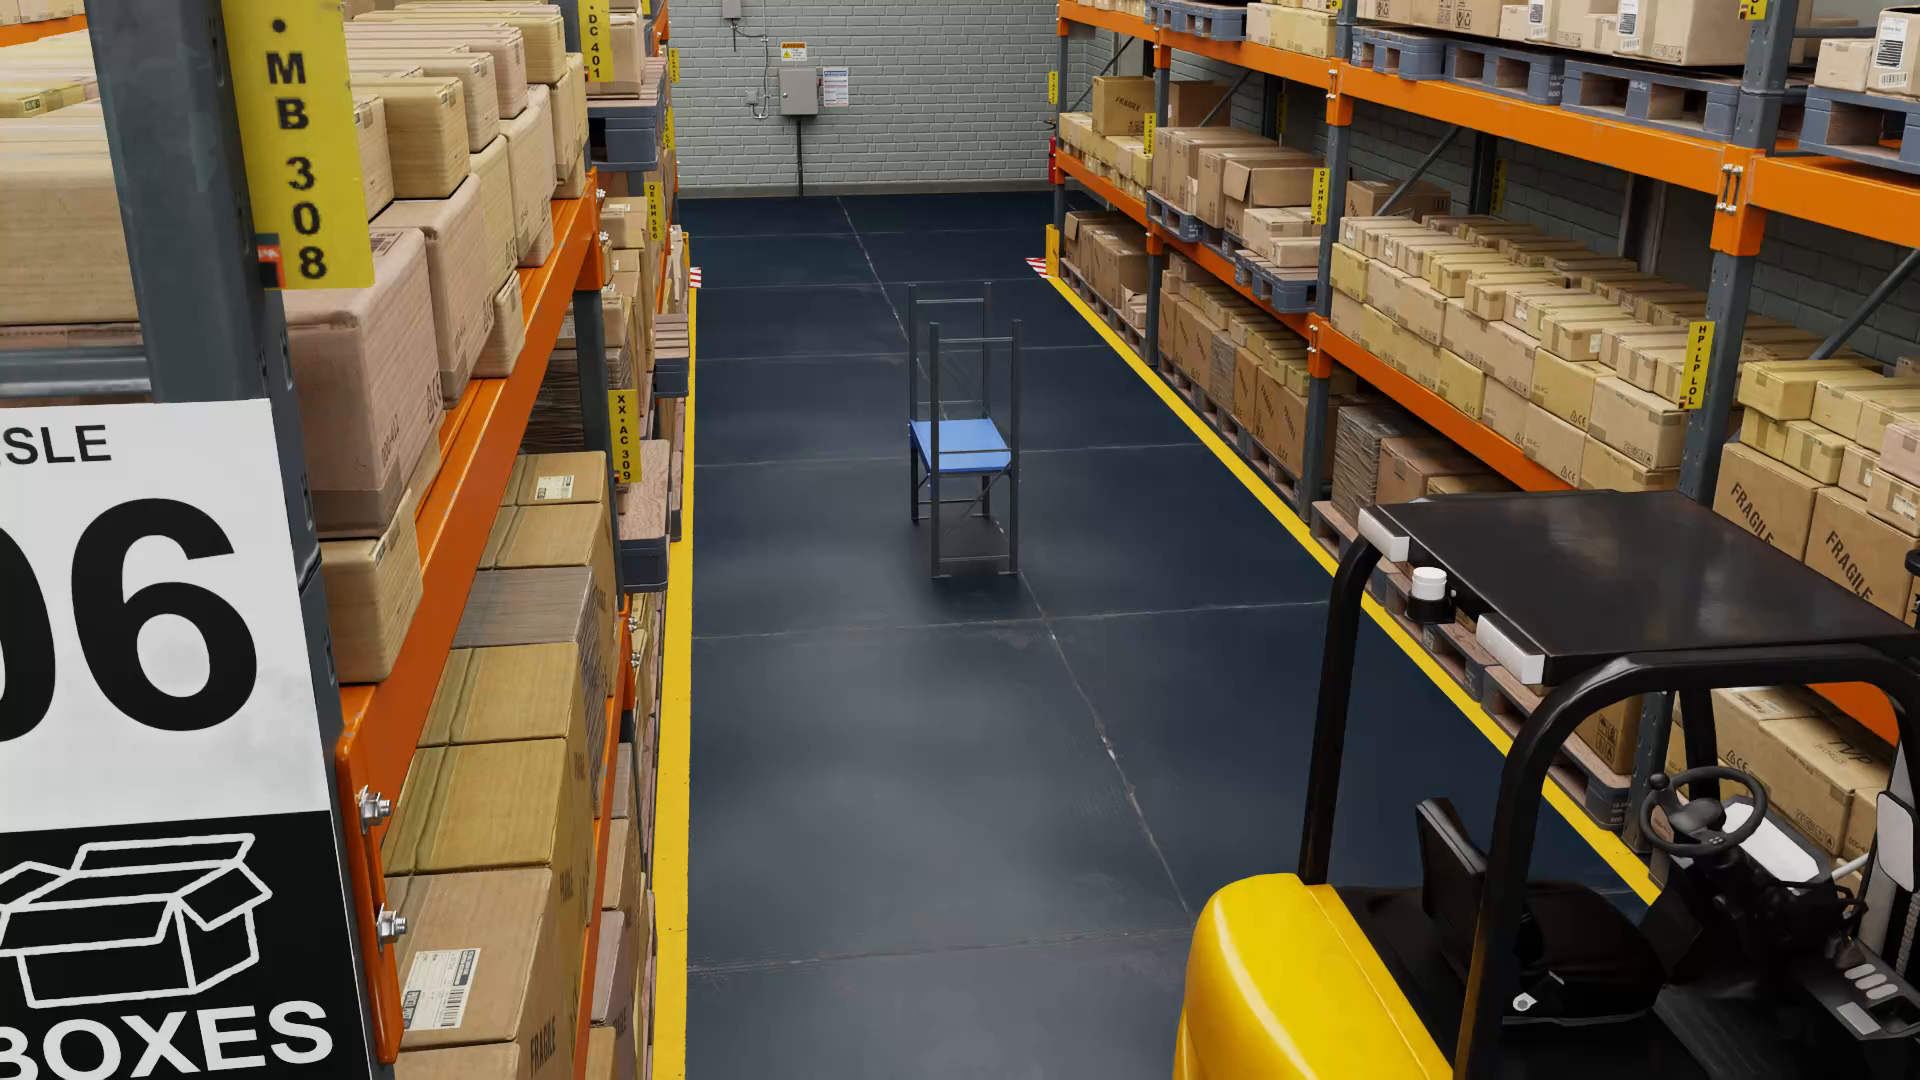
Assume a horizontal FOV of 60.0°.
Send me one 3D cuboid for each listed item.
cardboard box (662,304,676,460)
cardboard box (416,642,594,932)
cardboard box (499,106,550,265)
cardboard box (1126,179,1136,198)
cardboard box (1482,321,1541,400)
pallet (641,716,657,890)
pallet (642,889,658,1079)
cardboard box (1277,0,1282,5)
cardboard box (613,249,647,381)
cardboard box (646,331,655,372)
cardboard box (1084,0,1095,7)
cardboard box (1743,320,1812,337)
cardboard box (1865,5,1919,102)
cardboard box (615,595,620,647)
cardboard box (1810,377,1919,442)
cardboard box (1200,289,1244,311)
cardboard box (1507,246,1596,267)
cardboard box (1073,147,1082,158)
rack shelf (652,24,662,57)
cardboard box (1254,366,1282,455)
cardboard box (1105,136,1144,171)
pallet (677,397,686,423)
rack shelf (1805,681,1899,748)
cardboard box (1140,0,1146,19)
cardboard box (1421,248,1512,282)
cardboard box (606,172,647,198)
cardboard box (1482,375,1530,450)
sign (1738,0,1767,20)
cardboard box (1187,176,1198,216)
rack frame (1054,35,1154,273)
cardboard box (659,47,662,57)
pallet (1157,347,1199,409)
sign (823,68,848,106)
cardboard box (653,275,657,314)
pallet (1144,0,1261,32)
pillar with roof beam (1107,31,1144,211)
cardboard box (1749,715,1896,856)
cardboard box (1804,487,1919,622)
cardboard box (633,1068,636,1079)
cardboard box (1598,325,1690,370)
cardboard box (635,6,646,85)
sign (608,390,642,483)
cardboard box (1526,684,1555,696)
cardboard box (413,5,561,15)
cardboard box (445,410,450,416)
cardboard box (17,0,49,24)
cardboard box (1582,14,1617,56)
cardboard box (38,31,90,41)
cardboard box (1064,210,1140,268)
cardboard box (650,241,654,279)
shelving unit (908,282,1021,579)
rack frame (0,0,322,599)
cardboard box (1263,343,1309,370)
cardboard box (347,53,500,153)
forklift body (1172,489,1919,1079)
[{"bbox_3d":[-2.391,-1.052,11.182,0.875,0.875,0.875,-3,21,-7],"label":"cardboard box"},{"bbox_3d":[-1.123,0.576,3.818,0.500,0.500,0.500,-3,21,-9],"label":"cardboard box"},{"bbox_3d":[-1.121,-0.721,3.362,0.500,0.250,0.500,-2,21,-7],"label":"cardboard box"},{"bbox_3d":[1.670,-3.093,14.568,0.380,0.149,0.250,-2,21,-6],"label":"cardboard box"},{"bbox_3d":[2.766,-0.841,7.681,0.500,0.250,0.500,-3,21,-7],"label":"cardboard box"},{"bbox_3d":[-1.786,1.123,6.907,1.003,0.211,1.213,-3,21,-8],"label":"pallet"},{"bbox_3d":[-1.540,1.624,5.567,1.003,0.211,1.213,-3,21,-8],"label":"pallet"},{"bbox_3d":[2.277,-3.538,10.759,0.380,0.149,0.250,-3,21,-7],"label":"cardboard box"},{"bbox_3d":[-1.671,-0.996,7.427,0.500,0.500,0.500,-4,21,-10],"label":"cardboard box"},{"bbox_3d":[-1.696,-0.919,8.150,0.380,0.149,0.250,-3,21,-7],"label":"cardboard box"},{"bbox_3d":[1.388,-5.124,15.721,0.380,0.149,0.250,-3,21,-8],"label":"cardboard box"},{"bbox_3d":[3.379,-0.830,7.082,0.380,0.149,0.250,-3,21,-8],"label":"cardboard box"},{"bbox_3d":[3.118,-1.472,4.967,0.500,0.311,0.500,-2,21,-7],"label":"cardboard box"},{"bbox_3d":[-1.324,0.300,5.484,0.380,0.149,0.250,-3,21,-8],"label":"cardboard box"},{"bbox_3d":[3.136,-0.445,5.624,0.380,0.149,0.250,-3,21,-7],"label":"cardboard box"},{"bbox_3d":[2.092,-1.852,12.934,0.380,0.149,0.250,-3,21,-9],"label":"cardboard box"},{"bbox_3d":[3.100,-1.445,8.727,0.380,0.149,0.250,-3,21,-8],"label":"cardboard box"},{"bbox_3d":[1.368,-3.989,16.968,0.380,0.149,0.250,-2,21,-6],"label":"cardboard box"},{"bbox_3d":[-2.537,-3.059,10.860,1.077,0.370,4.000,-3,21,-8],"label":"rack shelf"},{"bbox_3d":[2.327,-0.885,11.271,0.500,0.500,0.500,-3,21,-9],"label":"cardboard box"},{"bbox_3d":[1.625,-3.514,15.127,0.500,0.250,0.500,-3,21,-8],"label":"cardboard box"},{"bbox_3d":[-2.640,-1.114,12.896,1.003,0.211,1.213,-3,21,-8],"label":"pallet"},{"bbox_3d":[3.527,0.864,4.643,1.077,0.370,4.000,-3,21,-8],"label":"rack shelf"},{"bbox_3d":[1.710,-4.417,13.827,0.380,0.149,0.250,-3,21,-8],"label":"cardboard box"},{"bbox_3d":[2.635,-1.420,8.661,0.380,0.149,0.250,-3,21,-7],"label":"cardboard box"},{"bbox_3d":[-2.078,-1.997,9.703,0.500,0.500,0.500,-4,21,-10],"label":"cardboard box"},{"bbox_3d":[2.788,-0.603,7.759,0.500,0.250,0.500,-3,21,-7],"label":"cardboard box"},{"bbox_3d":[2.704,-1.929,5.618,0.100,0.325,0.005,-3,21,-8],"label":"sign"},{"bbox_3d":[1.906,-2.568,12.397,0.396,0.266,0.258,-2,21,-5],"label":"cardboard box"},{"bbox_3d":[1.509,-4.320,17.495,1.000,3.000,0.127,-3,21,-8],"label":"rack frame"},{"bbox_3d":[-2.976,-4.512,15.511,0.380,0.149,0.250,-2,21,-7],"label":"cardboard box"},{"bbox_3d":[2.241,-1.349,13.526,1.003,0.211,1.213,-3,21,-8],"label":"pallet"},{"bbox_3d":[-1.679,-6.127,22.469,0.329,0.494,0.001,-3,21,-8],"label":"sign"},{"bbox_3d":[-2.070,-1.410,9.919,0.500,0.250,0.500,-3,21,-9],"label":"cardboard box"},{"bbox_3d":[2.110,-4.023,12.681,1.213,0.211,1.003,-3,21,-8],"label":"pallet"},{"bbox_3d":[-2.247,-7.892,18.485,9.100,9.000,0.400,-3,21,-8],"label":"pillar with roof beam"},{"bbox_3d":[3.062,0.819,5.637,0.500,0.250,0.500,-3,21,-8],"label":"cardboard box"},{"bbox_3d":[3.136,0.134,5.426,0.500,0.500,0.500,-3,21,-7],"label":"cardboard box"},{"bbox_3d":[-1.166,1.729,4.629,0.500,0.250,0.500,-3,21,-7],"label":"cardboard box"},{"bbox_3d":[2.932,-0.799,6.997,0.380,0.149,0.250,-3,21,-8],"label":"cardboard box"},{"bbox_3d":[-1.434,-1.843,6.191,0.500,0.250,0.500,-3,21,-8],"label":"cardboard box"},{"bbox_3d":[-1.136,-0.349,5.626,0.100,0.325,0.005,-3,21,-8],"label":"sign"},{"bbox_3d":[3.049,0.302,7.915,0.875,0.625,0.625,-3,21,-8],"label":"cardboard box"},{"bbox_3d":[-1.297,-1.390,4.582,0.380,0.149,0.250,-3,21,-9],"label":"cardboard box"},{"bbox_3d":[-1.055,-0.303,2.813,0.380,0.149,0.250,-4,21,-9],"label":"cardboard box"},{"bbox_3d":[-7.652,-4.261,13.266,0.500,0.250,0.500,-2,21,-5],"label":"cardboard box"},{"bbox_3d":[2.780,-2.062,6.777,0.380,0.149,0.250,-3,21,-8],"label":"cardboard box"},{"bbox_3d":[-1.708,-1.001,3.541,0.380,0.149,0.250,-3,21,-9],"label":"cardboard box"},{"bbox_3d":[1.504,-3.131,17.278,0.797,0.503,0.637,-4,21,-10],"label":"cardboard box"},{"bbox_3d":[-2.077,-1.650,9.847,0.500,0.250,0.500,-3,21,-8],"label":"cardboard box"},{"bbox_3d":[0.012,-0.673,9.875,0.538,1.500,1.048,-3,21,-8],"label":"shelving unit"},{"bbox_3d":[-1.096,-1.339,0.939,1.000,3.000,0.127,-3,21,-8],"label":"rack frame"},{"bbox_3d":[2.276,-1.224,11.252,0.380,0.149,0.250,-4,21,-10],"label":"cardboard box"},{"bbox_3d":[-1.022,-0.765,2.910,0.380,0.149,0.250,-2,21,-6],"label":"cardboard box"},{"bbox_3d":[1.737,1.053,4.323,2.313,2.155,1.214,-3,21,-8],"label":"forklift body"}]
